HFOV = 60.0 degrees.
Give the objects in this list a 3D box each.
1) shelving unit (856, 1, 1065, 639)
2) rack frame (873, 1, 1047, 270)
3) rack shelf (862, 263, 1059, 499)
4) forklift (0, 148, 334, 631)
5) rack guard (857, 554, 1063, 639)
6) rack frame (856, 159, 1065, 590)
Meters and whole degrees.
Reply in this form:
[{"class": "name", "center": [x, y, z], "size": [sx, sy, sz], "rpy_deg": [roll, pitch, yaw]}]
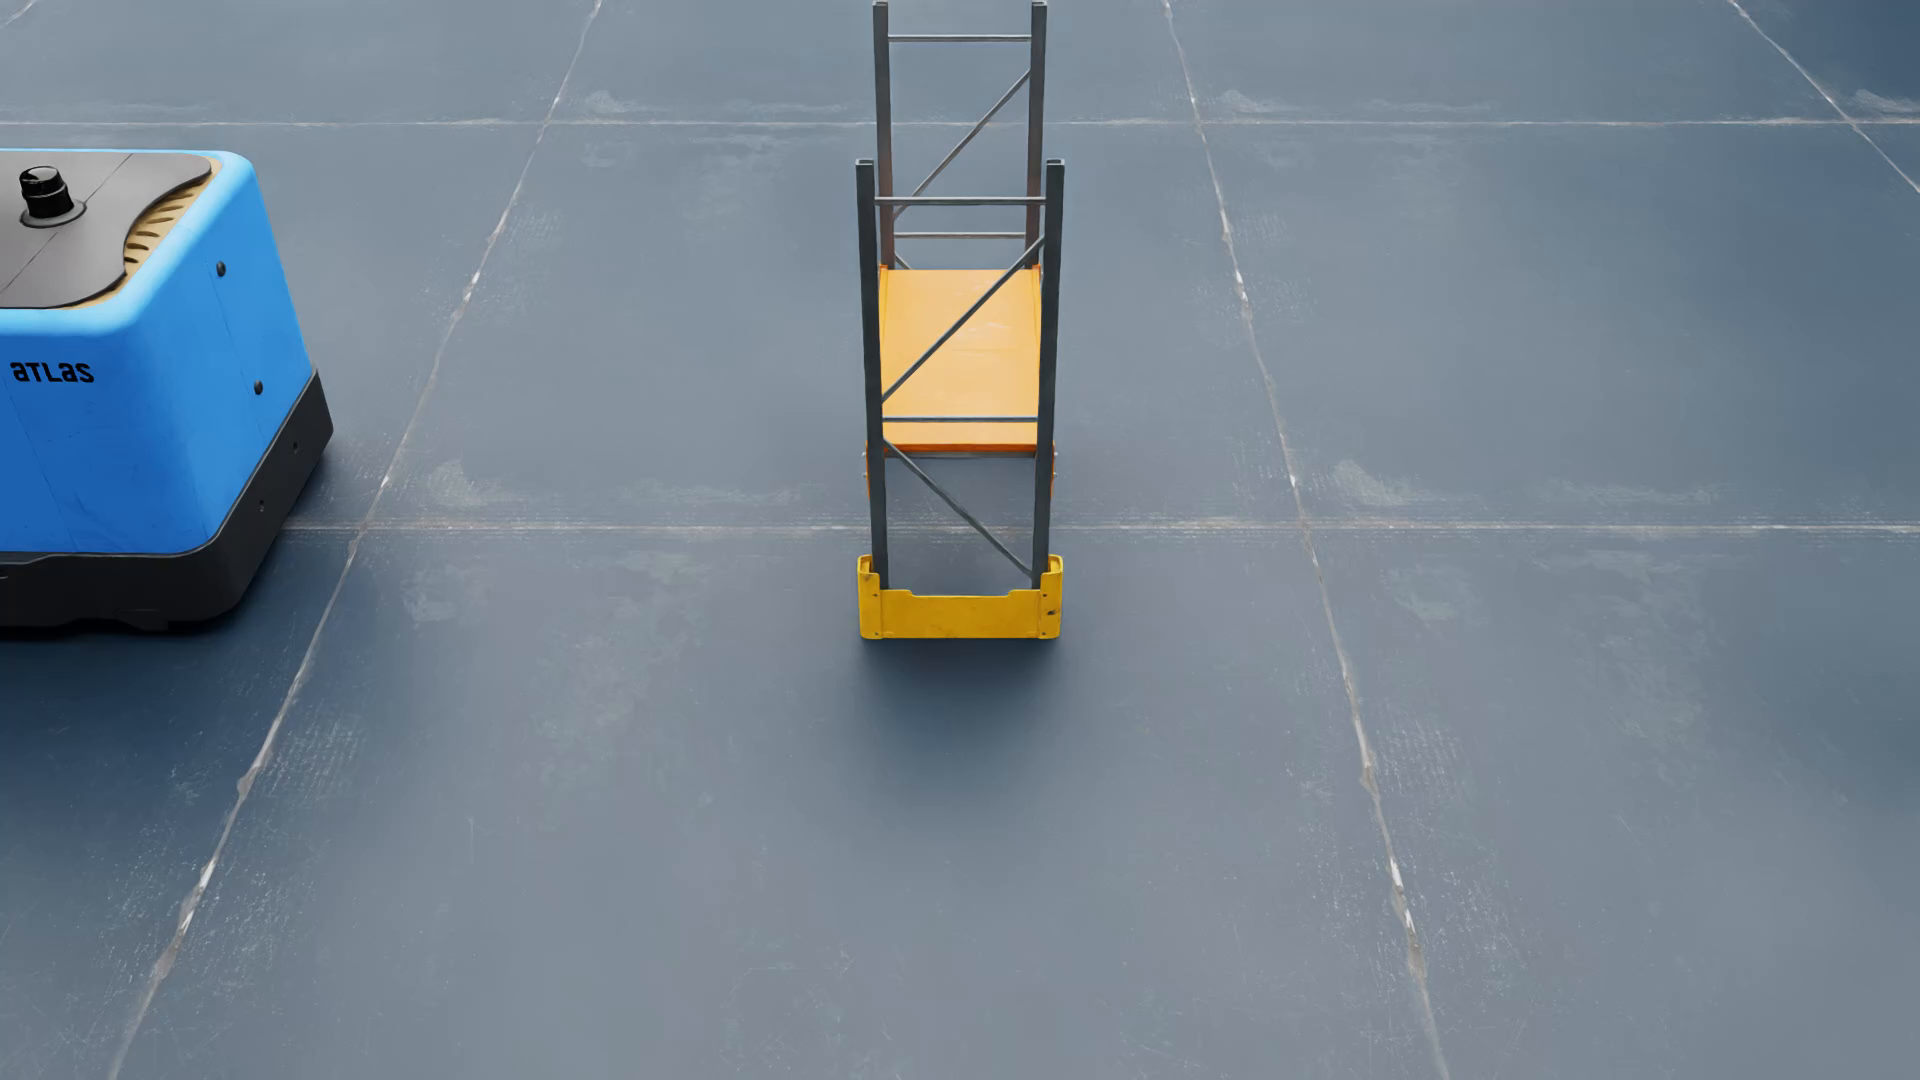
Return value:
[{"class": "shelving unit", "center": [0.000, -0.633, 4.840], "size": [0.587, 1.500, 1.083], "rpy_deg": [0, 39, 0]}, {"class": "rack frame", "center": [-0.001, -0.956, 5.244], "size": [0.500, 1.500, 0.032], "rpy_deg": [0, 39, 0]}, {"class": "rack shelf", "center": [0.000, -0.498, 4.960], "size": [0.538, 0.185, 1.000], "rpy_deg": [0, 39, 0]}, {"class": "forklift", "center": [-3.629, -1.204, 4.408], "size": [3.031, 2.935, 1.130], "rpy_deg": [1, 39, 1]}, {"class": "rack guard", "center": [0.000, 0.166, 4.843], "size": [0.587, 0.250, 0.087], "rpy_deg": [0, 39, 0]}, {"class": "rack frame", "center": [0.000, -0.321, 4.451], "size": [0.500, 1.500, 0.032], "rpy_deg": [0, 39, 0]}]
